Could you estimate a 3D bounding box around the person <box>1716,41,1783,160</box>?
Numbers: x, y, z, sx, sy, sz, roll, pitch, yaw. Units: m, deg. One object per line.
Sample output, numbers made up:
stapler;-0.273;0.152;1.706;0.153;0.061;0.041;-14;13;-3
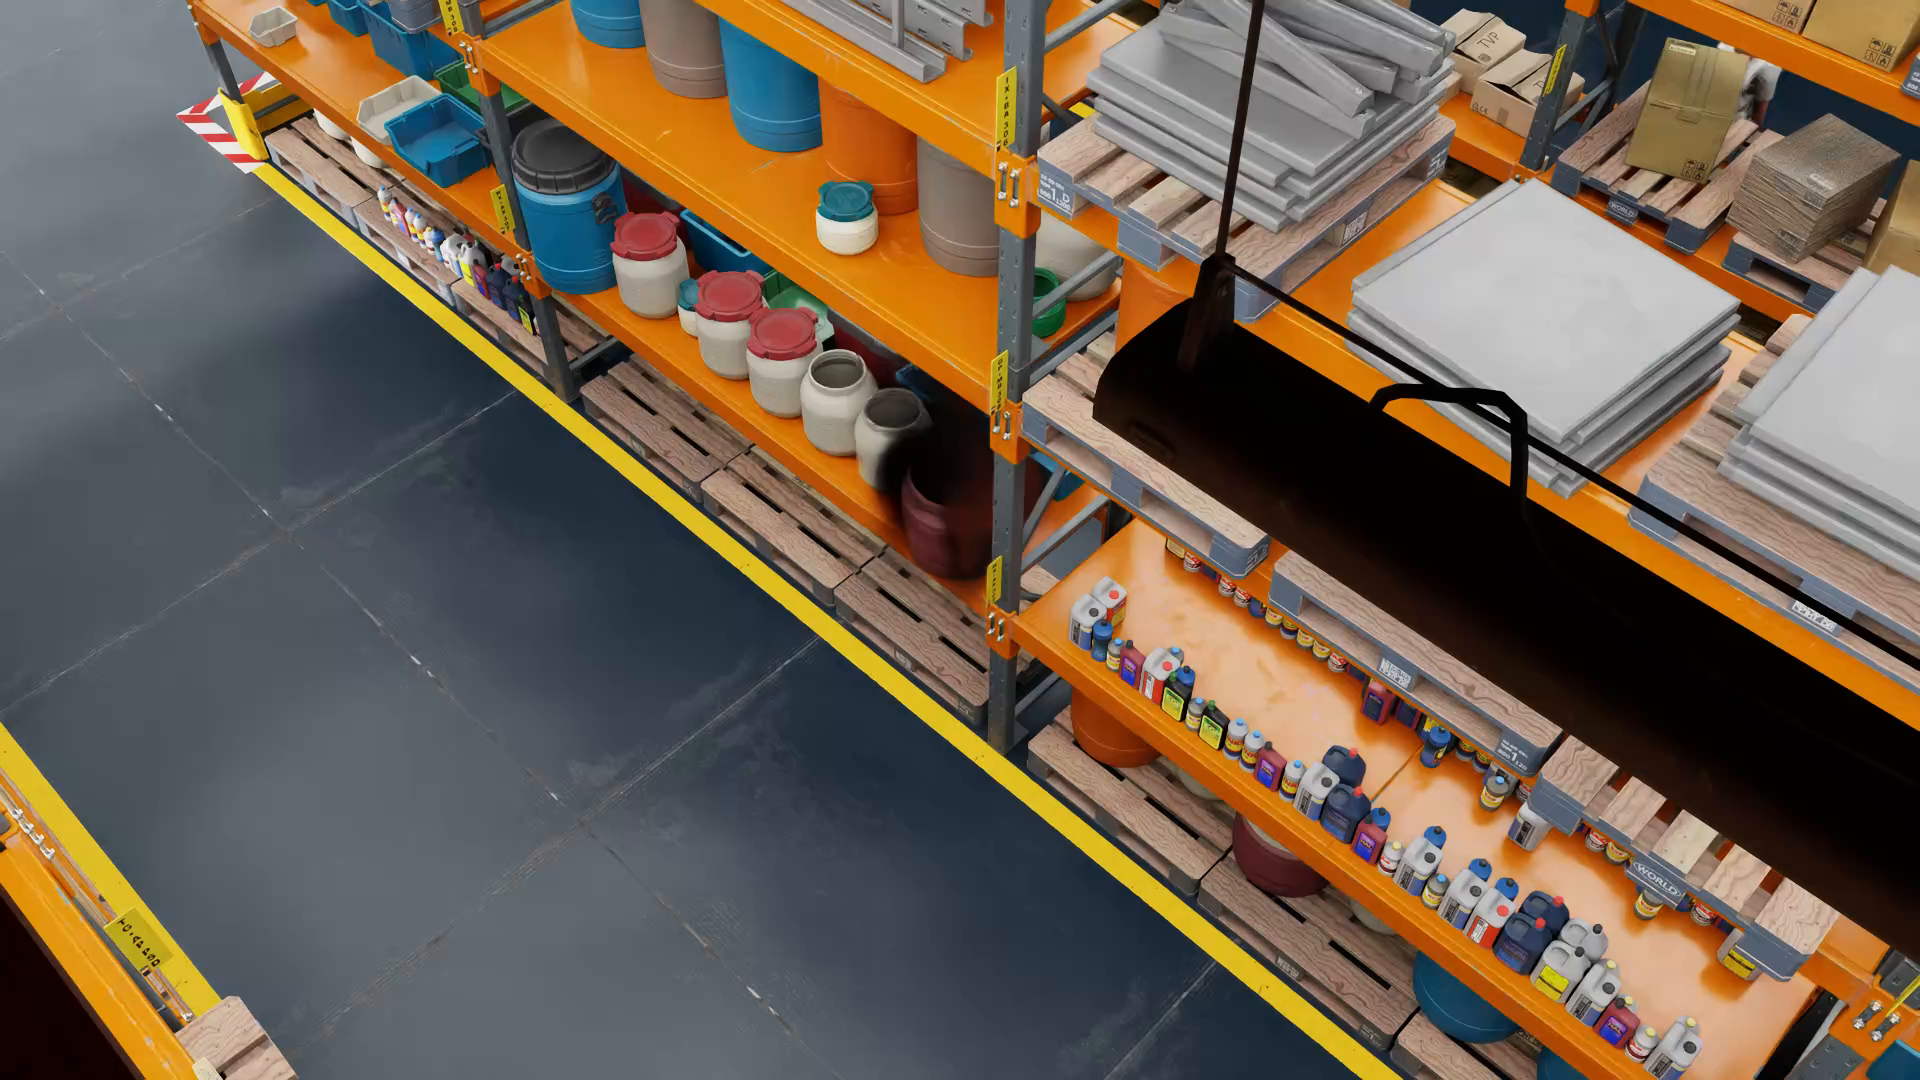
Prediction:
person;5.252;-2.967;11.714;0.671;1.780;0.540;0;50;0
